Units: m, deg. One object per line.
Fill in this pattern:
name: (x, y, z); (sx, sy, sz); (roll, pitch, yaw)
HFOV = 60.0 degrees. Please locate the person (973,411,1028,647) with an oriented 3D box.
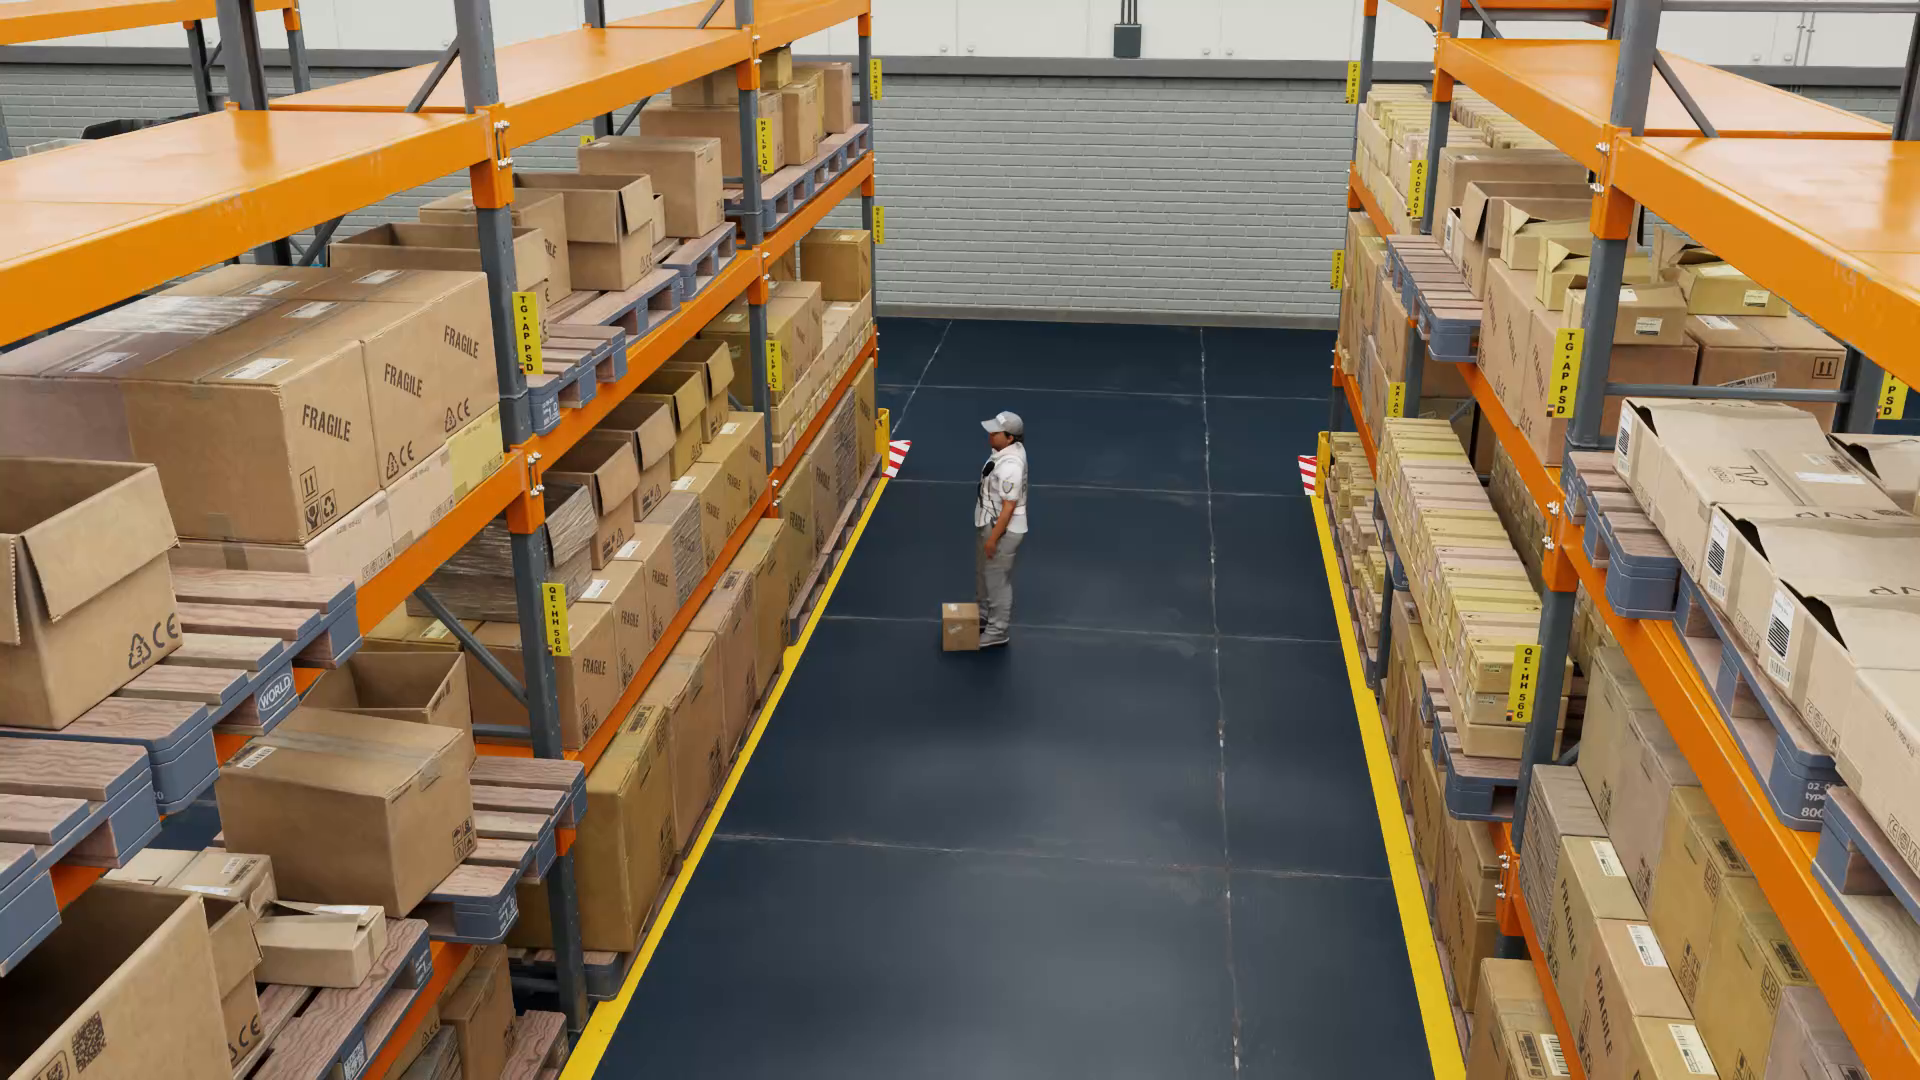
person: (0.192, -0.083, 11.264); (0.529, 1.669, 0.596); (0, 21, 0)
